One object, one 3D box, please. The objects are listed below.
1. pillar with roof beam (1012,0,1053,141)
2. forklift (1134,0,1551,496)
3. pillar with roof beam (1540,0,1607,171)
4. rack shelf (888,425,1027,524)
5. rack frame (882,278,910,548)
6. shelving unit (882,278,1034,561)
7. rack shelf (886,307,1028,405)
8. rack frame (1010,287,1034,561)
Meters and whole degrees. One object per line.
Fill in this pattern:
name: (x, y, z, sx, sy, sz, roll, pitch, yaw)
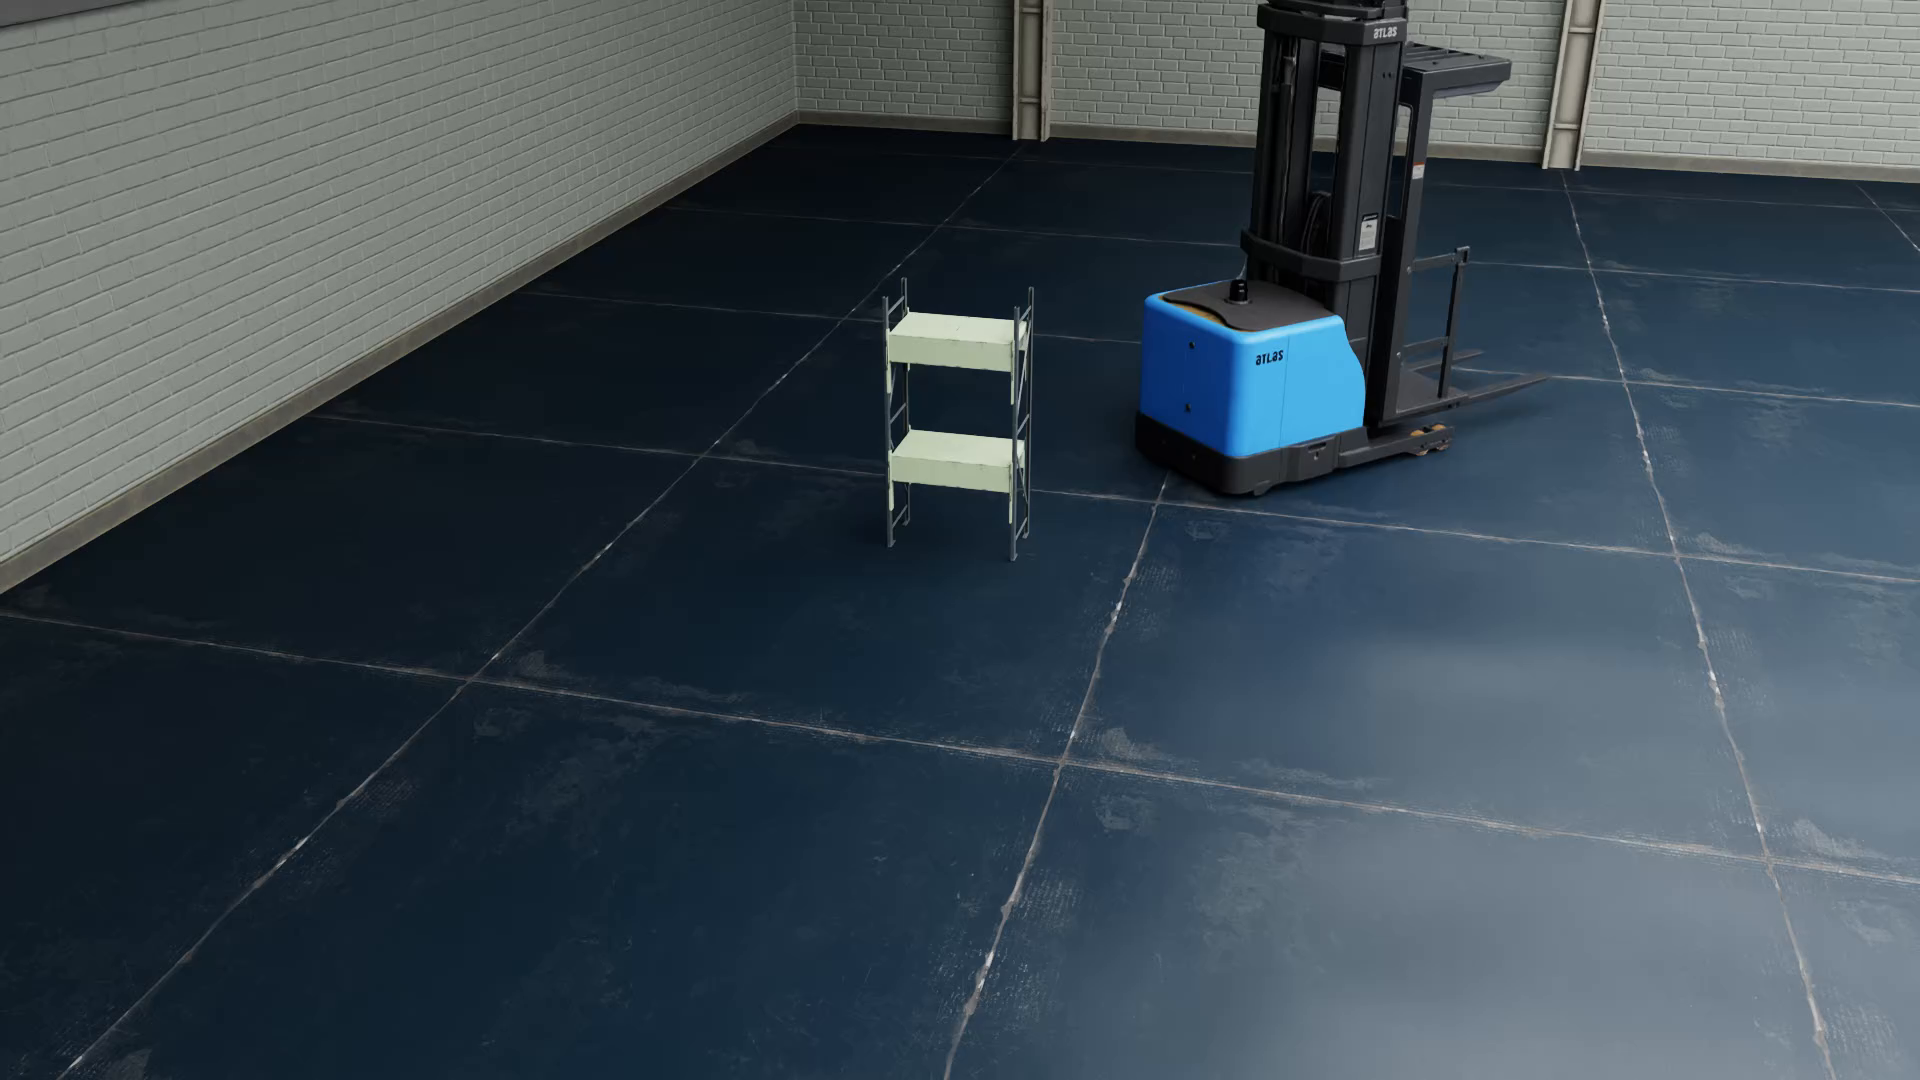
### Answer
pillar with roof beam: (-0.225, -7.061, 14.112, 0.400, 9.000, 9.100, 6, 26, 13)
forklift: (2.671, -2.052, 10.651, 3.031, 2.935, 1.130, -15, 29, -28)
pillar with roof beam: (5.585, -6.418, 12.763, 0.400, 9.000, 9.100, 6, 26, 13)
rack shelf: (-0.006, -0.384, 9.569, 0.720, 0.370, 0.431, 6, 26, 13)
rack frame: (-0.361, -0.717, 9.511, 0.023, 1.500, 0.400, 6, 26, 13)
shelving unit: (-0.006, -0.678, 9.429, 0.755, 1.500, 0.431, 6, 26, 13)
rack shelf: (-0.006, -1.030, 9.261, 0.720, 0.370, 0.431, 6, 26, 13)
rack frame: (0.348, -0.639, 9.347, 0.023, 1.500, 0.400, 6, 26, 13)
